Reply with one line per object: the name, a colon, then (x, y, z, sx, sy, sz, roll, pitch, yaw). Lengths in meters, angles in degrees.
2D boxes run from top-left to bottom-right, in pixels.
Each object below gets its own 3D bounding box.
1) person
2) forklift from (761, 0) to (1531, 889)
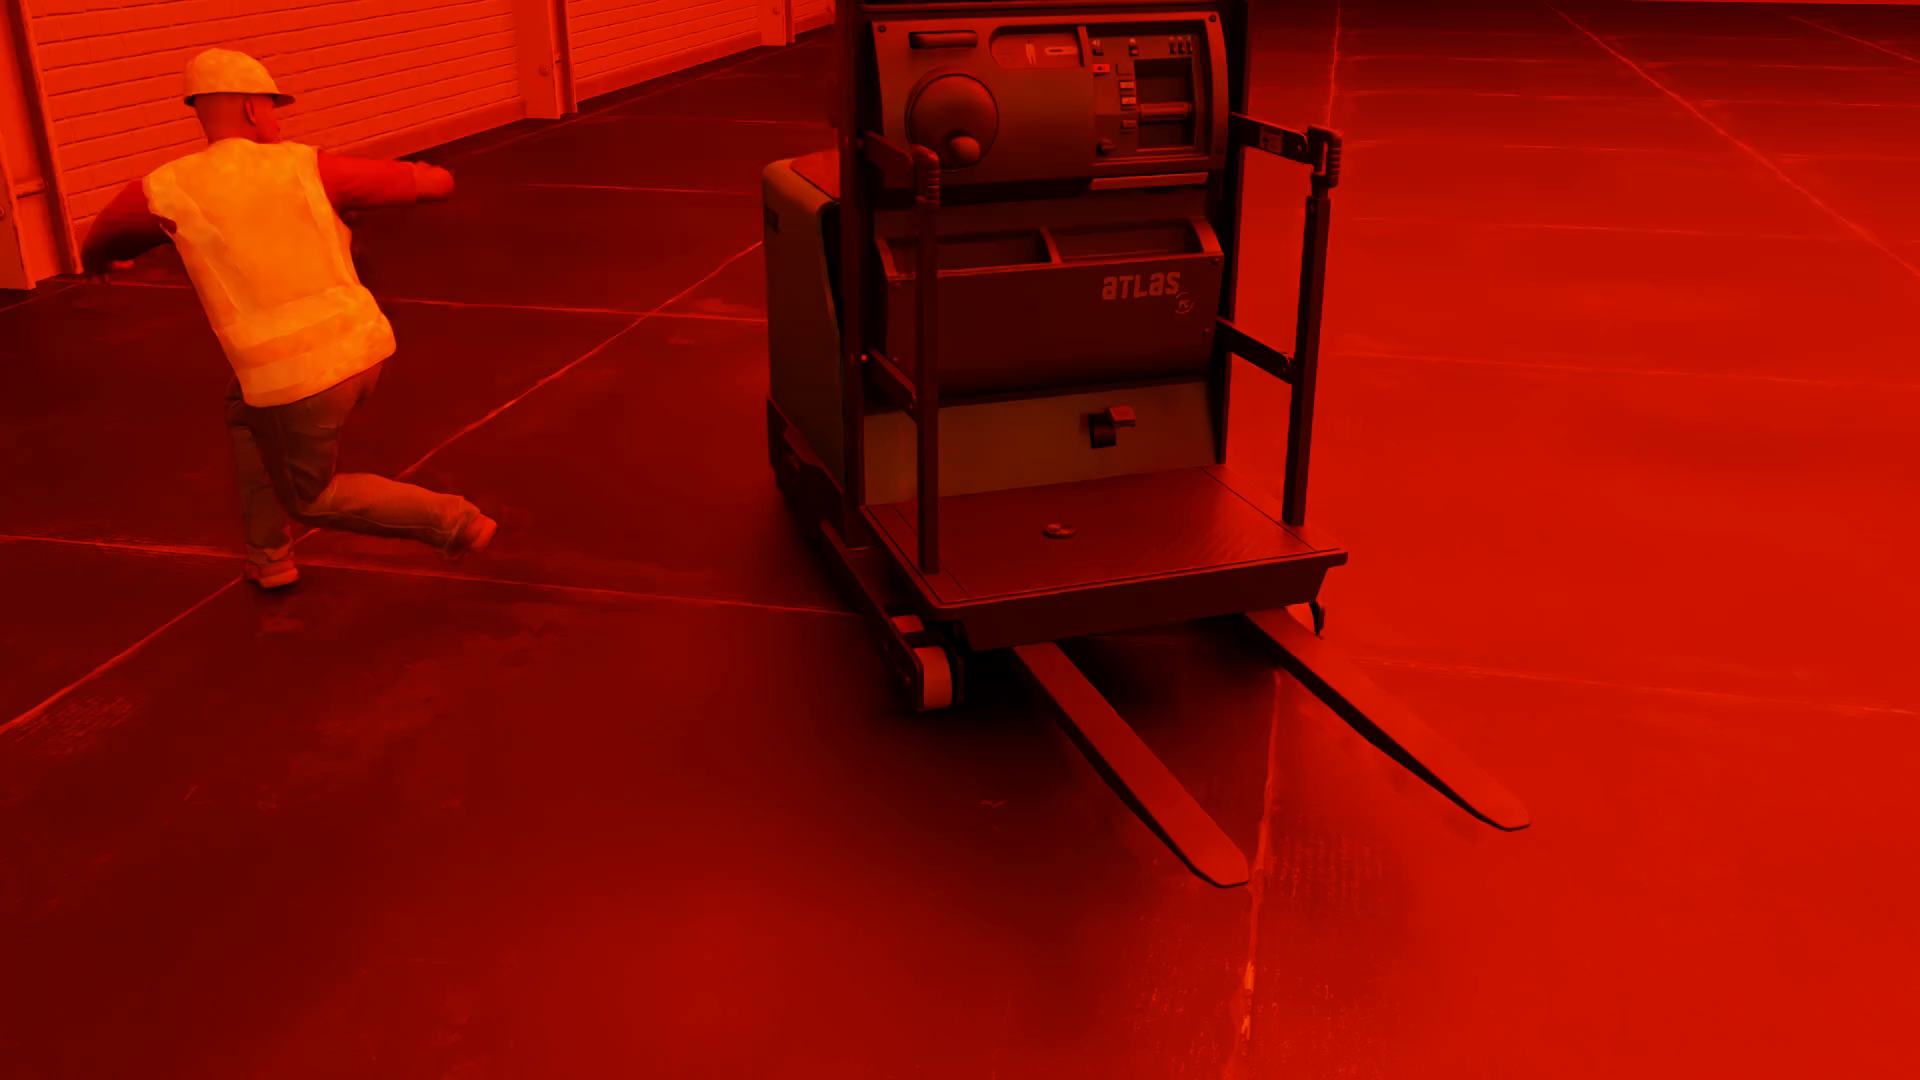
person: (-1.865, -0.607, 4.677, 1.155, 1.518, 0.911, 13, 26, 29)
forklift: (0.307, -1.104, 3.973, 1.130, 2.935, 3.031, -7, 23, -17)
